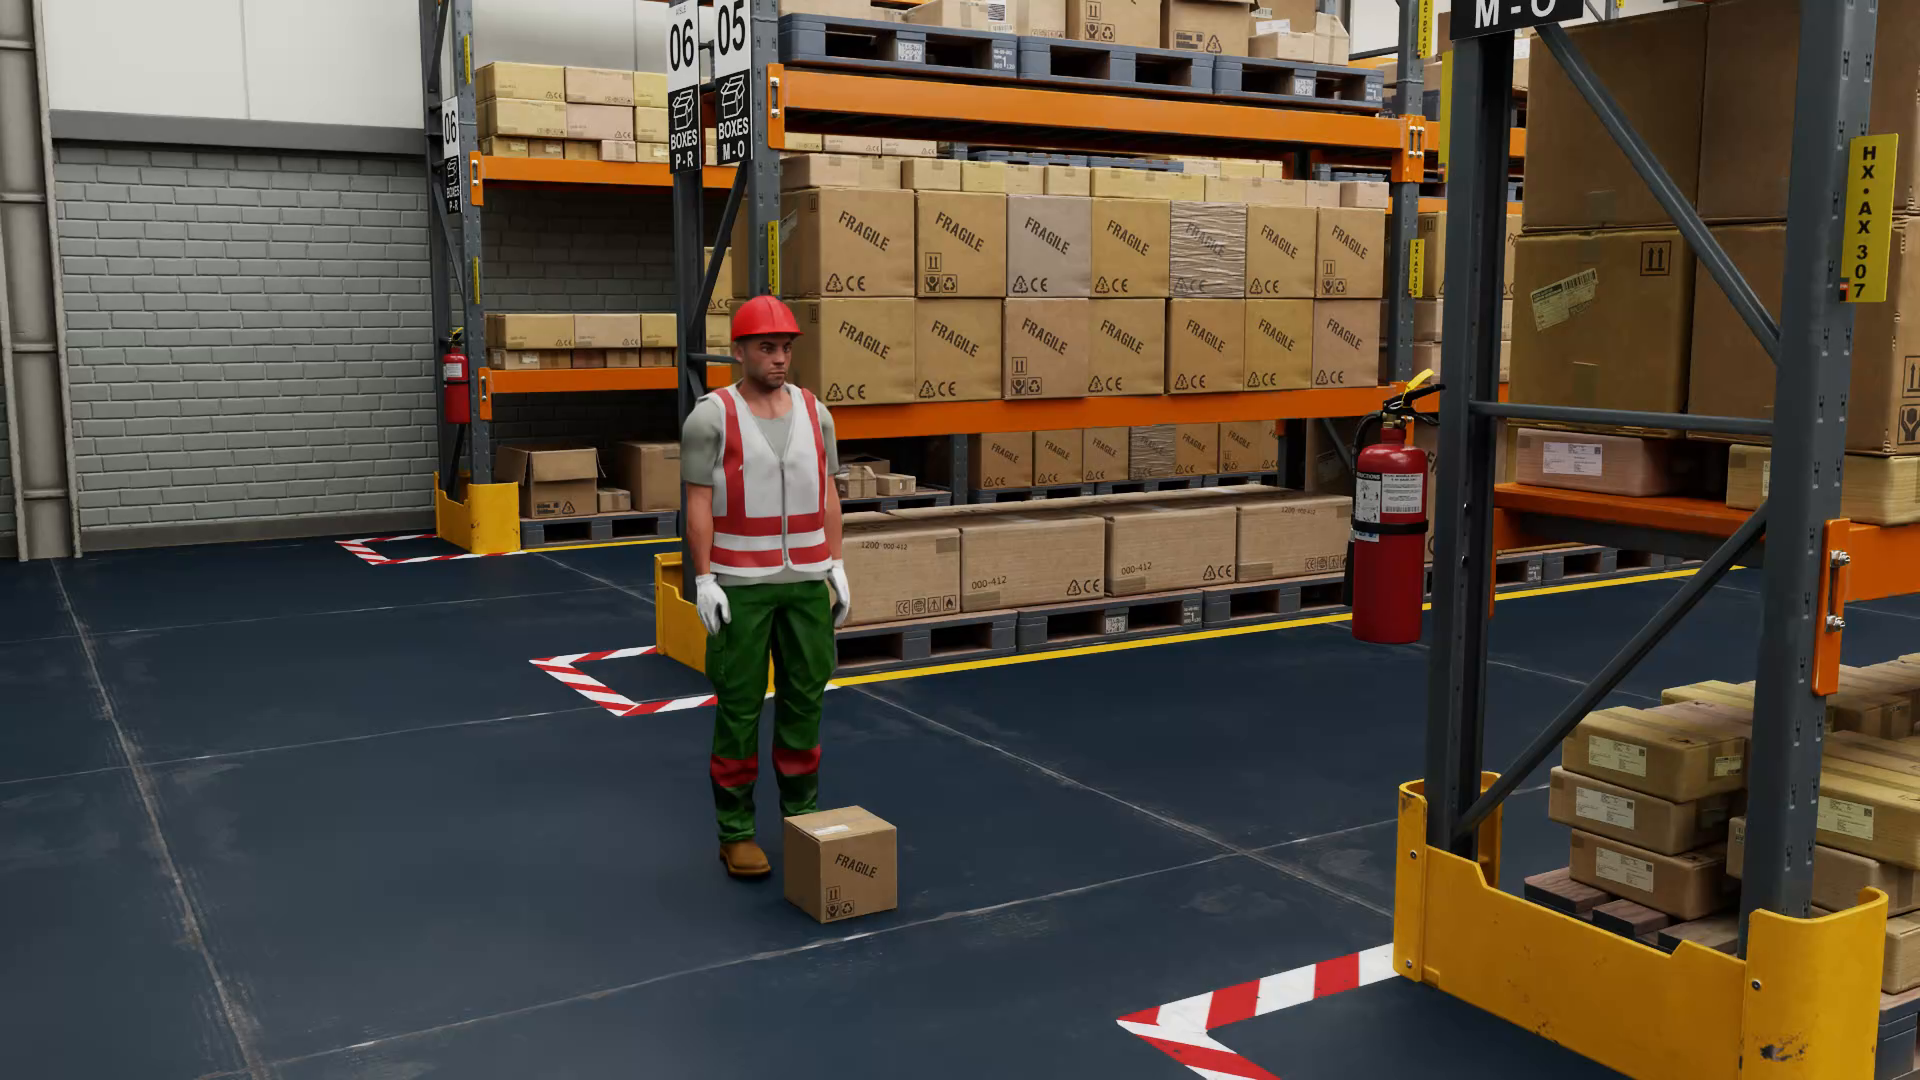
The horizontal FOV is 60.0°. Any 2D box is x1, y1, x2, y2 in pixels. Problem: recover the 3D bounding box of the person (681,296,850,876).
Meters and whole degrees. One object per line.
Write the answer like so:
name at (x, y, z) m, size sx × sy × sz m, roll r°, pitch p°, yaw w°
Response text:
person at (-0.592, 0.138, 5.229) m, size 0.529 × 1.792 × 0.367 m, roll -5°, pitch 9°, yaw -30°
